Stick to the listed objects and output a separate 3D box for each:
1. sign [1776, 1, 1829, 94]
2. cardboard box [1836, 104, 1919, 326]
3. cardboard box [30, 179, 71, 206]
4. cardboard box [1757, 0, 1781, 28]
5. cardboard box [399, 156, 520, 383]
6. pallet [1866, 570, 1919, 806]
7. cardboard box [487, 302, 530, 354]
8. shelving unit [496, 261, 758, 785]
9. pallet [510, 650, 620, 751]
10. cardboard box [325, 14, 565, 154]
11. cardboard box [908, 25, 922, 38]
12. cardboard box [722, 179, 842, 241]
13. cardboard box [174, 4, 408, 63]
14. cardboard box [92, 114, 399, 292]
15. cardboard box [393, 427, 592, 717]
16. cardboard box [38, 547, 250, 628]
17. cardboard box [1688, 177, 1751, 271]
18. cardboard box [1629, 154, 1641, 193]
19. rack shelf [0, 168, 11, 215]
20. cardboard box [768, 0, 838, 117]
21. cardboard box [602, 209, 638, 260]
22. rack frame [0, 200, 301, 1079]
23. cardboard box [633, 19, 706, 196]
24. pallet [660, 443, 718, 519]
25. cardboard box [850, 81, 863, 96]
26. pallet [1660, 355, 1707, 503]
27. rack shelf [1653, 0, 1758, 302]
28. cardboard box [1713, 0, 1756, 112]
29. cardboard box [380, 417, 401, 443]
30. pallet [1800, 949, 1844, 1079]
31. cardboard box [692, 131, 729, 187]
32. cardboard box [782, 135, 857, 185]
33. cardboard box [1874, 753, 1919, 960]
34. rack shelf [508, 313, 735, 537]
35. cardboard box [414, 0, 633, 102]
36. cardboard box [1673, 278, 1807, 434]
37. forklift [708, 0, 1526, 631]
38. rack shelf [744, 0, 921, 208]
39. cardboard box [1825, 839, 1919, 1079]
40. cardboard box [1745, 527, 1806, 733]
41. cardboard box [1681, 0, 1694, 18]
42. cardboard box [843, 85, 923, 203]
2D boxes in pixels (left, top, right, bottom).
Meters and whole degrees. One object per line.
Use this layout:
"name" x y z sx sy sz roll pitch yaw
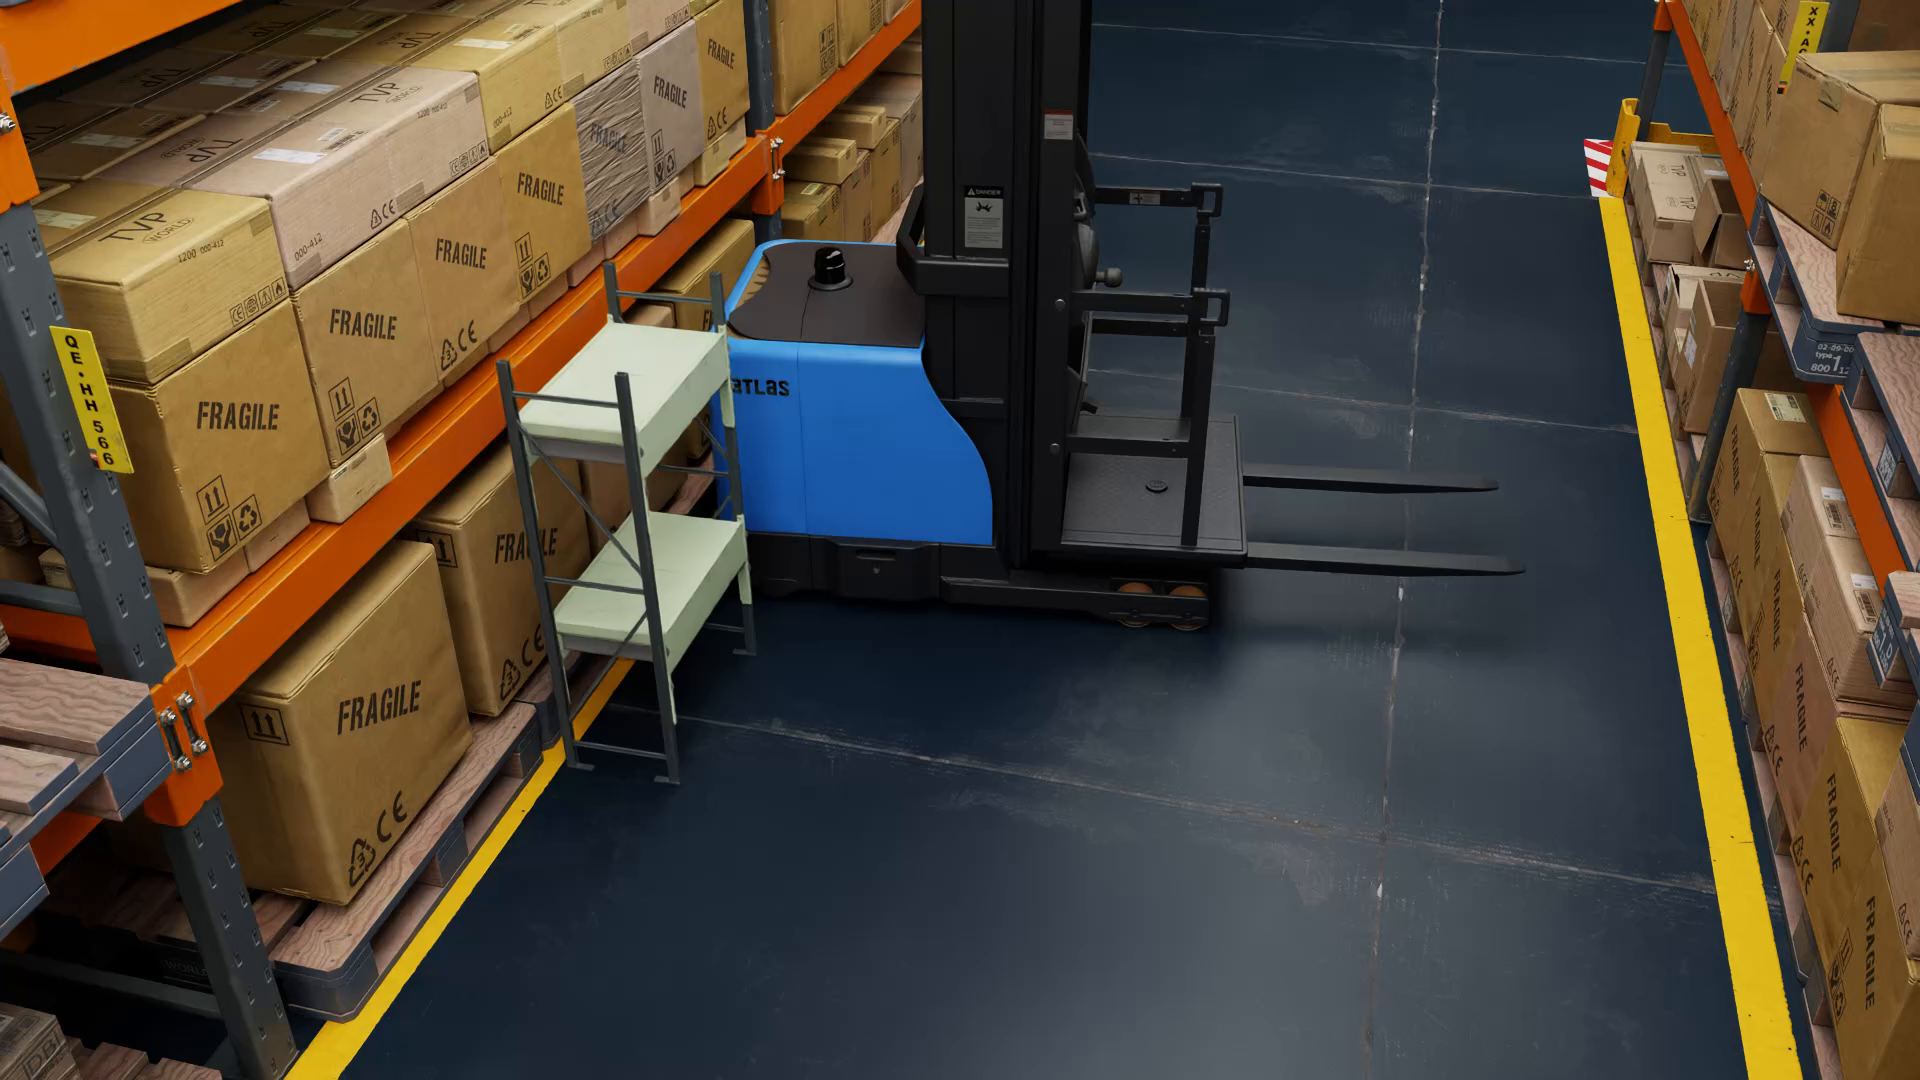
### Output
"sign" 2.981 -1.735 5.876 0.100 0.325 0.005 8 33 12
"cardboard box" 3.058 -0.938 4.945 0.700 0.500 0.500 13 35 20
"cardboard box" -2.436 -0.660 3.903 0.500 0.250 0.500 9 34 14
"cardboard box" 3.513 -2.328 6.590 0.500 0.500 0.500 7 33 11
"cardboard box" -1.660 -0.818 4.851 0.500 0.500 0.500 8 33 12
"pallet" 2.597 0.496 3.353 1.213 0.211 1.003 8 33 12
"cardboard box" -1.614 -0.735 5.326 0.380 0.149 0.250 8 33 13
"shelving unit" -1.035 -0.047 5.420 0.431 1.500 0.755 7 33 12
"pallet" -1.715 0.251 6.159 1.003 0.211 1.213 8 33 12
"cardboard box" -1.553 -1.394 5.059 0.500 0.250 0.500 7 33 11
"cardboard box" -0.207 -2.975 9.968 0.380 0.149 0.250 8 33 12
"cardboard box" -0.996 -1.468 8.202 0.700 0.500 0.500 8 33 13
"cardboard box" -2.039 -1.458 5.159 0.500 0.250 0.500 7 33 11
"cardboard box" -1.800 -0.868 4.232 0.500 0.250 0.500 8 33 12
"cardboard box" -1.758 0.016 5.541 0.750 0.750 0.750 8 33 12
"cardboard box" -1.992 0.062 4.072 0.380 0.149 0.250 8 33 12
"cardboard box" 3.979 -1.407 8.085 0.797 0.503 0.637 8 33 12
"cardboard box" 4.021 -2.065 9.433 0.380 0.166 0.250 8 33 12
"rack shelf" -2.808 0.179 1.547 1.077 0.370 4.000 8 33 12
"cardboard box" -1.131 -2.378 7.415 0.980 0.700 0.700 9 33 13
"cardboard box" -1.384 -1.135 5.955 0.380 0.149 0.250 8 33 12
"rack frame" -2.300 0.104 3.791 1.000 3.000 0.127 8 33 12
"cardboard box" -1.278 -1.608 6.095 0.500 0.500 0.500 8 33 13
"pallet" -1.408 -0.385 7.158 1.003 0.211 1.213 8 33 12
"cardboard box" -0.768 -2.634 9.431 0.380 0.149 0.250 8 33 13
"pallet" 3.683 -0.479 7.307 1.003 0.211 1.213 8 33 12
"rack shelf" 4.015 -2.034 7.824 1.077 0.370 4.000 8 33 12
"cardboard box" 3.644 -2.171 7.275 0.500 0.500 0.500 9 33 13
"cardboard box" -1.826 -0.341 4.706 0.380 0.149 0.250 8 33 12
"pallet" 2.719 1.571 4.082 1.003 0.211 1.213 8 33 12
"cardboard box" -1.138 -1.526 6.570 0.380 0.149 0.250 9 33 13
"cardboard box" -0.732 -1.895 8.269 0.380 0.149 0.250 9 34 14
"cardboard box" 2.513 0.782 3.945 0.500 0.250 0.500 9 34 14
"rack shelf" -1.039 -0.377 5.212 0.431 0.370 0.720 7 33 12
"cardboard box" -1.424 -1.659 5.475 0.500 0.250 0.500 9 33 13
"cardboard box" 3.378 -0.765 7.077 0.500 0.500 0.500 8 33 12
"forklift" 0.625 -1.200 5.905 3.031 2.935 1.130 3 33 5
"rack shelf" -0.777 -2.706 8.882 1.077 0.370 4.000 8 33 12
"cardboard box" 2.503 1.128 4.099 0.500 0.500 0.500 9 34 14
"cardboard box" 2.890 0.324 5.364 0.500 0.500 0.500 8 33 13
"cardboard box" 4.029 -2.955 8.508 0.500 0.500 0.500 8 33 12
"cardboard box" -0.605 -2.272 9.467 0.700 0.500 0.500 7 33 11
